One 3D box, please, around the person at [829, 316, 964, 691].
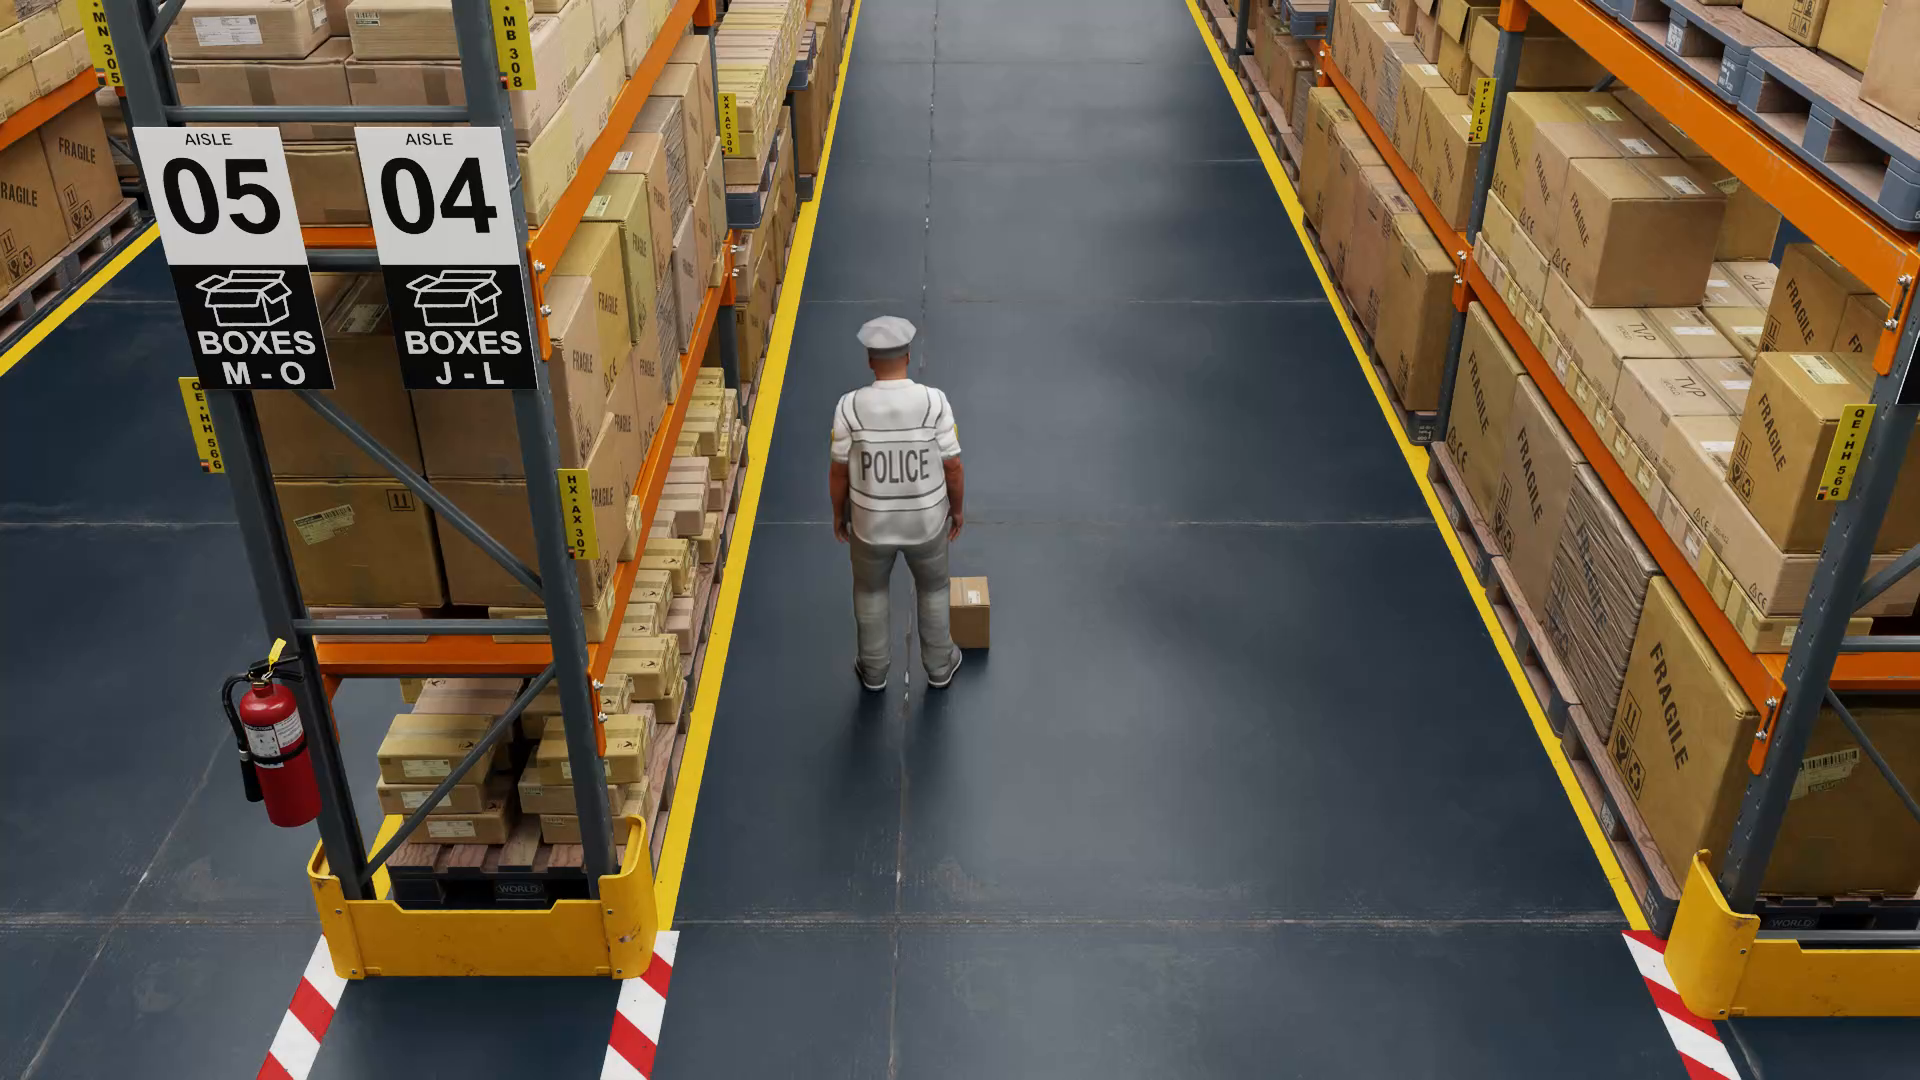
[{"bbox_3d":[-0.273,-0.103,7.296,0.584,1.747,0.439,-1,31,-2],"label":"person"}]
